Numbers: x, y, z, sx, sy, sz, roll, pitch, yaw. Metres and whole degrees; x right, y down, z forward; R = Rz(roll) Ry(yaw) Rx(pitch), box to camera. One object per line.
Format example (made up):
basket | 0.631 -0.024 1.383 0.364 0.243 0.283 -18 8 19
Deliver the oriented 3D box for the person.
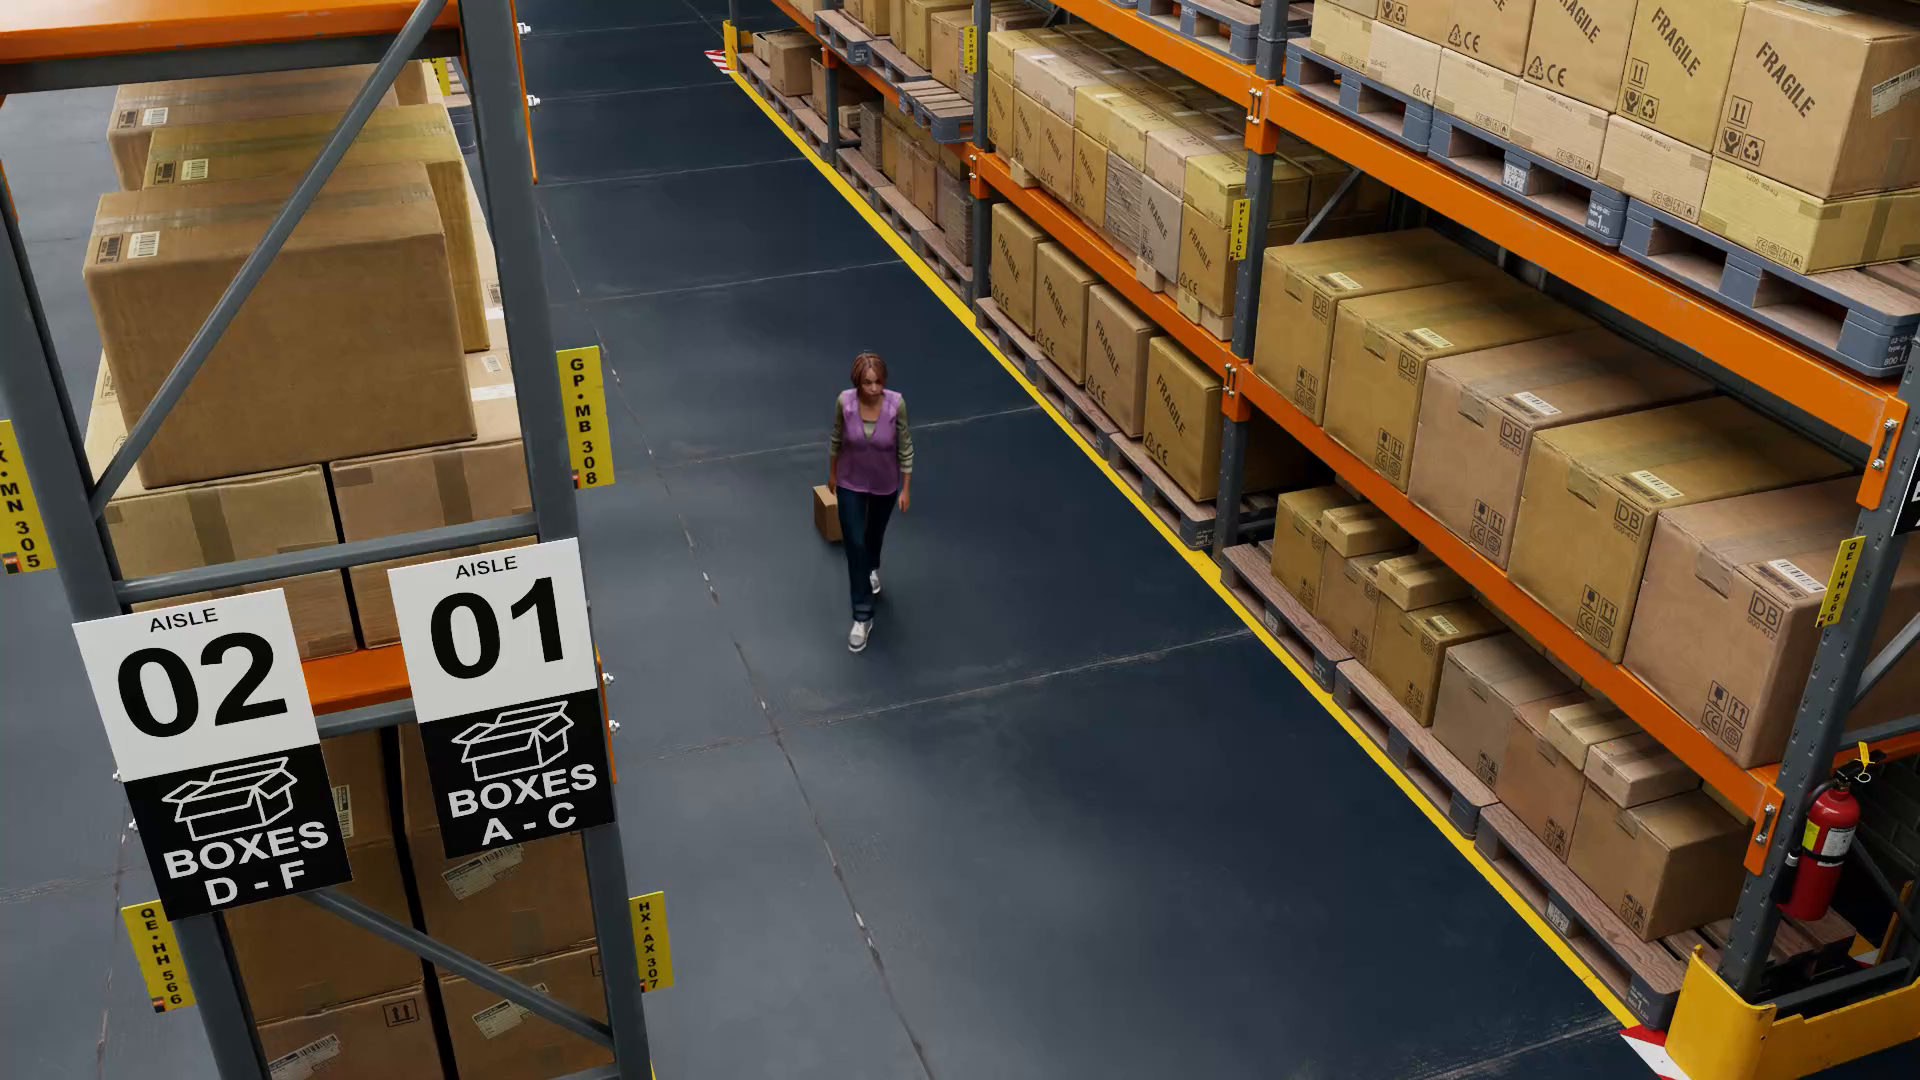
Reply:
person | -0.467 -0.285 8.830 0.444 1.577 0.786 -5 31 -8
